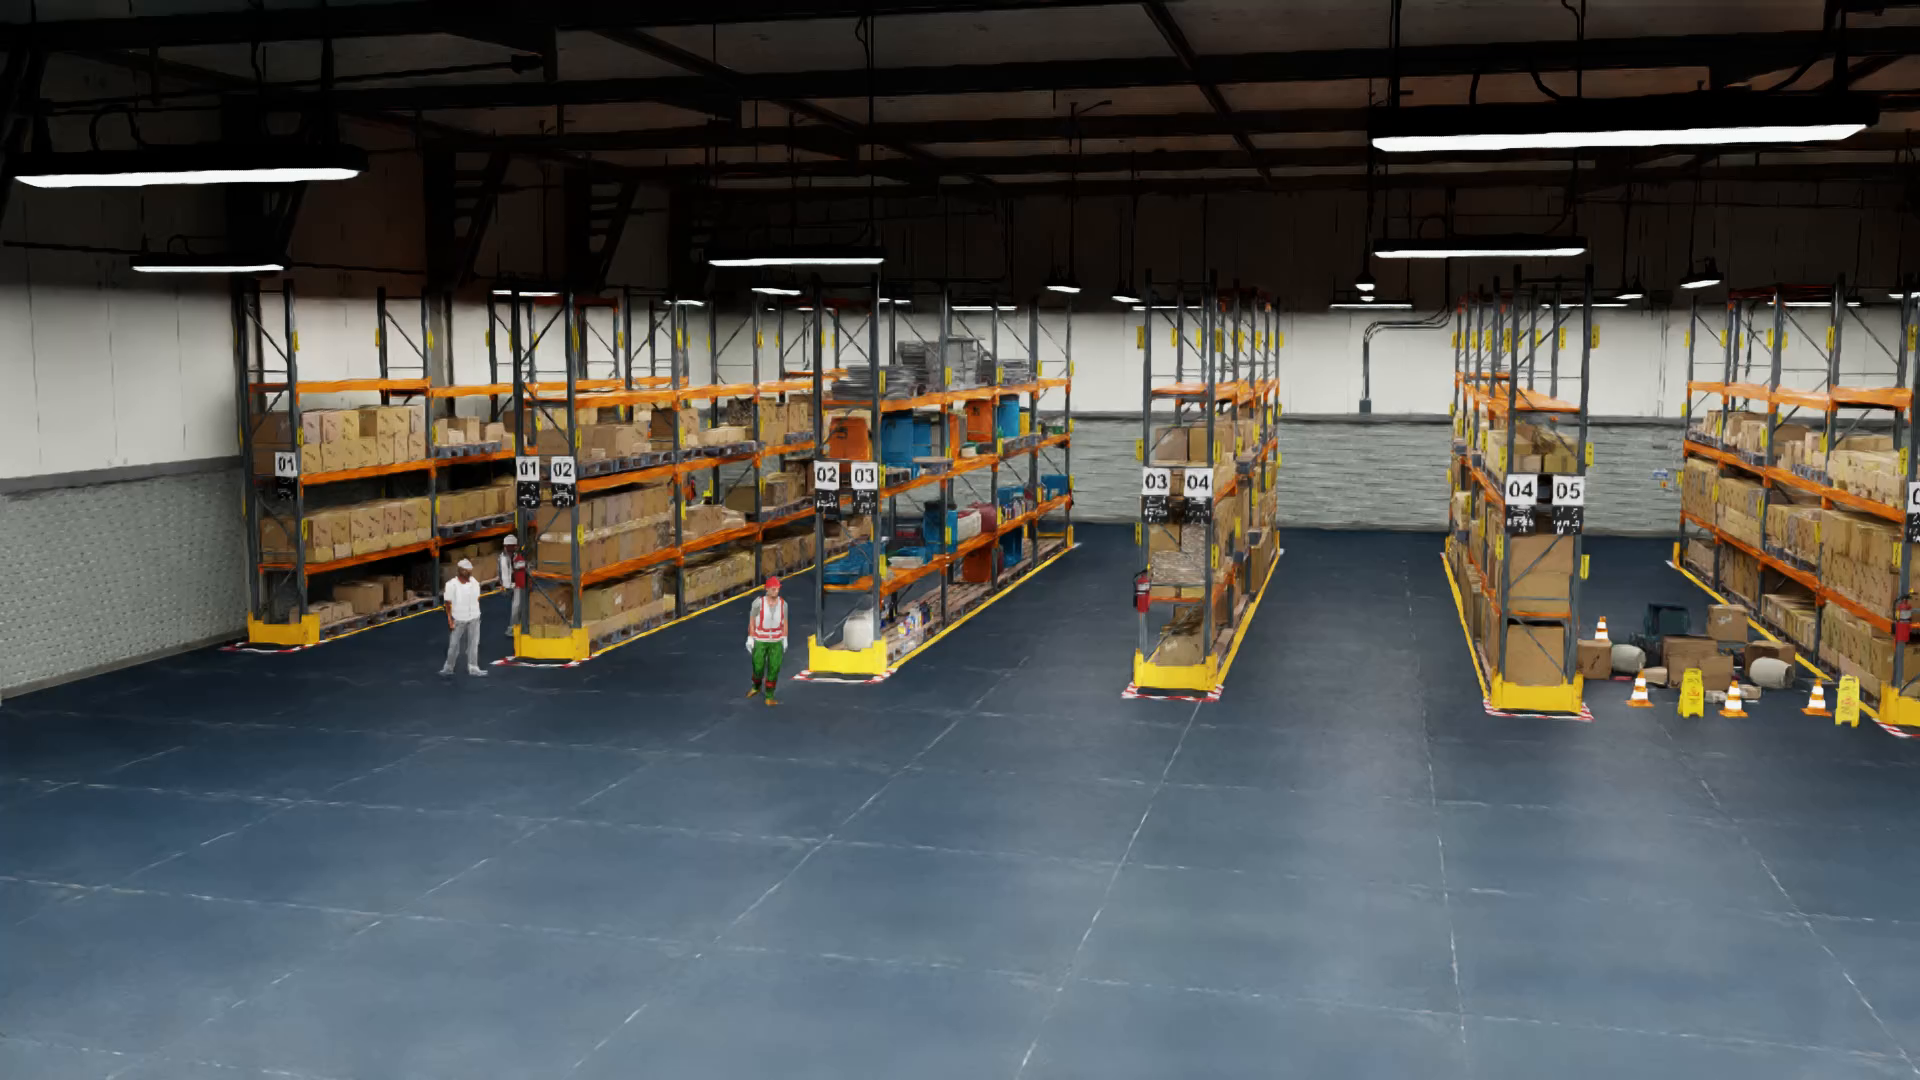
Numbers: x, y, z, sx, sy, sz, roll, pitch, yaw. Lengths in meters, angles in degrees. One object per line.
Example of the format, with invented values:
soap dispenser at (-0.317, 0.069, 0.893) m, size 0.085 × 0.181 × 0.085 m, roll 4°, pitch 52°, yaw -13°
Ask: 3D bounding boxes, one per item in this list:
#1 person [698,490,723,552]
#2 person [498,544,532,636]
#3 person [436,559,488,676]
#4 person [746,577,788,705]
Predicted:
person at (-5.571, -0.275, 37.020) m, size 0.719 × 1.714 × 0.578 m, roll 1°, pitch 7°, yaw 12°
person at (-7.641, 0.772, 28.424) m, size 0.543 × 1.648 × 1.115 m, roll 2°, pitch 7°, yaw 16°
person at (-7.469, 1.163, 24.800) m, size 0.708 × 1.767 × 0.466 m, roll -5°, pitch 9°, yaw -38°
person at (-2.663, 1.379, 22.947) m, size 0.591 × 1.780 × 0.573 m, roll -3°, pitch 7°, yaw -21°
